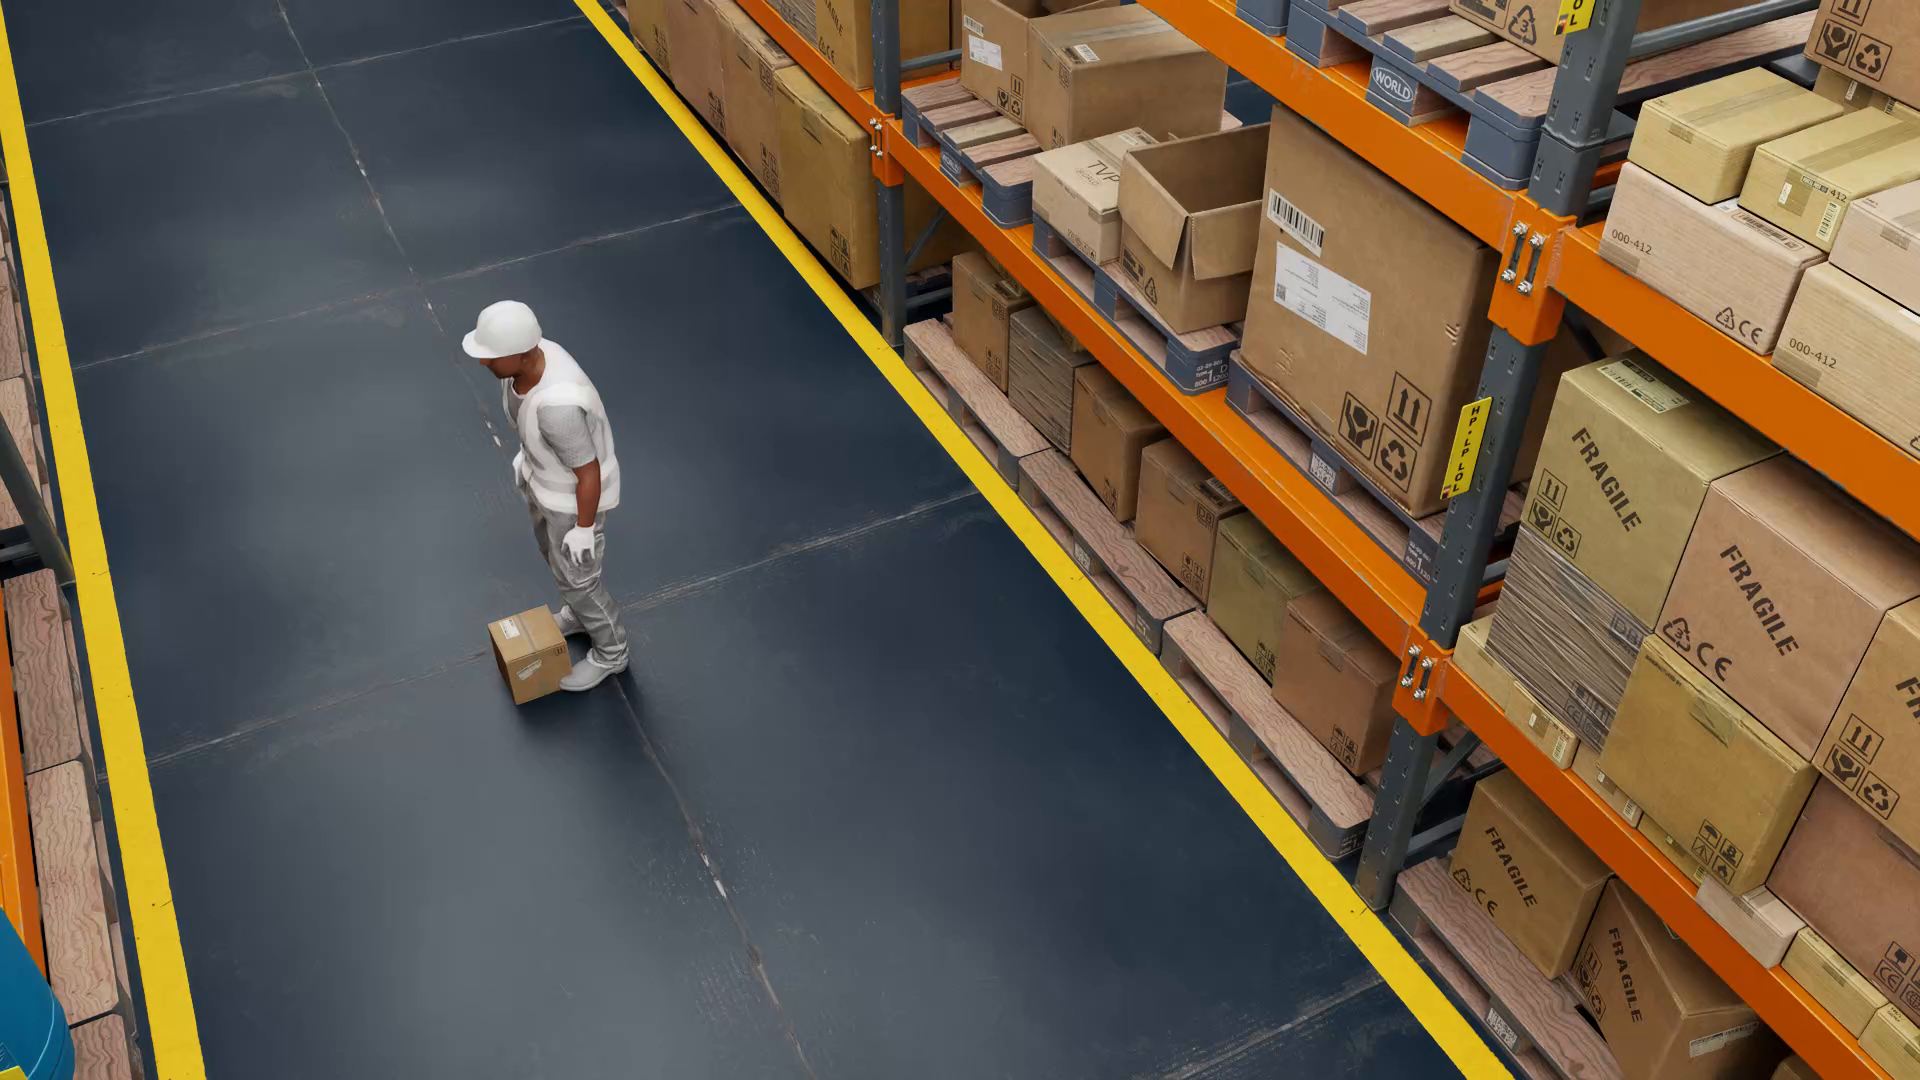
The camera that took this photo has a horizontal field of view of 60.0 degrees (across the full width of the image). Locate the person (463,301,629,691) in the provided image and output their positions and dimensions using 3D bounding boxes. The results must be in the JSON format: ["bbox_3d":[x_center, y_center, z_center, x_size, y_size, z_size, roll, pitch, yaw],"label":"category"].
[{"bbox_3d":[-1.538,-0.179,6.357,0.452,1.773,0.625,-22,45,-23],"label":"person"}]
